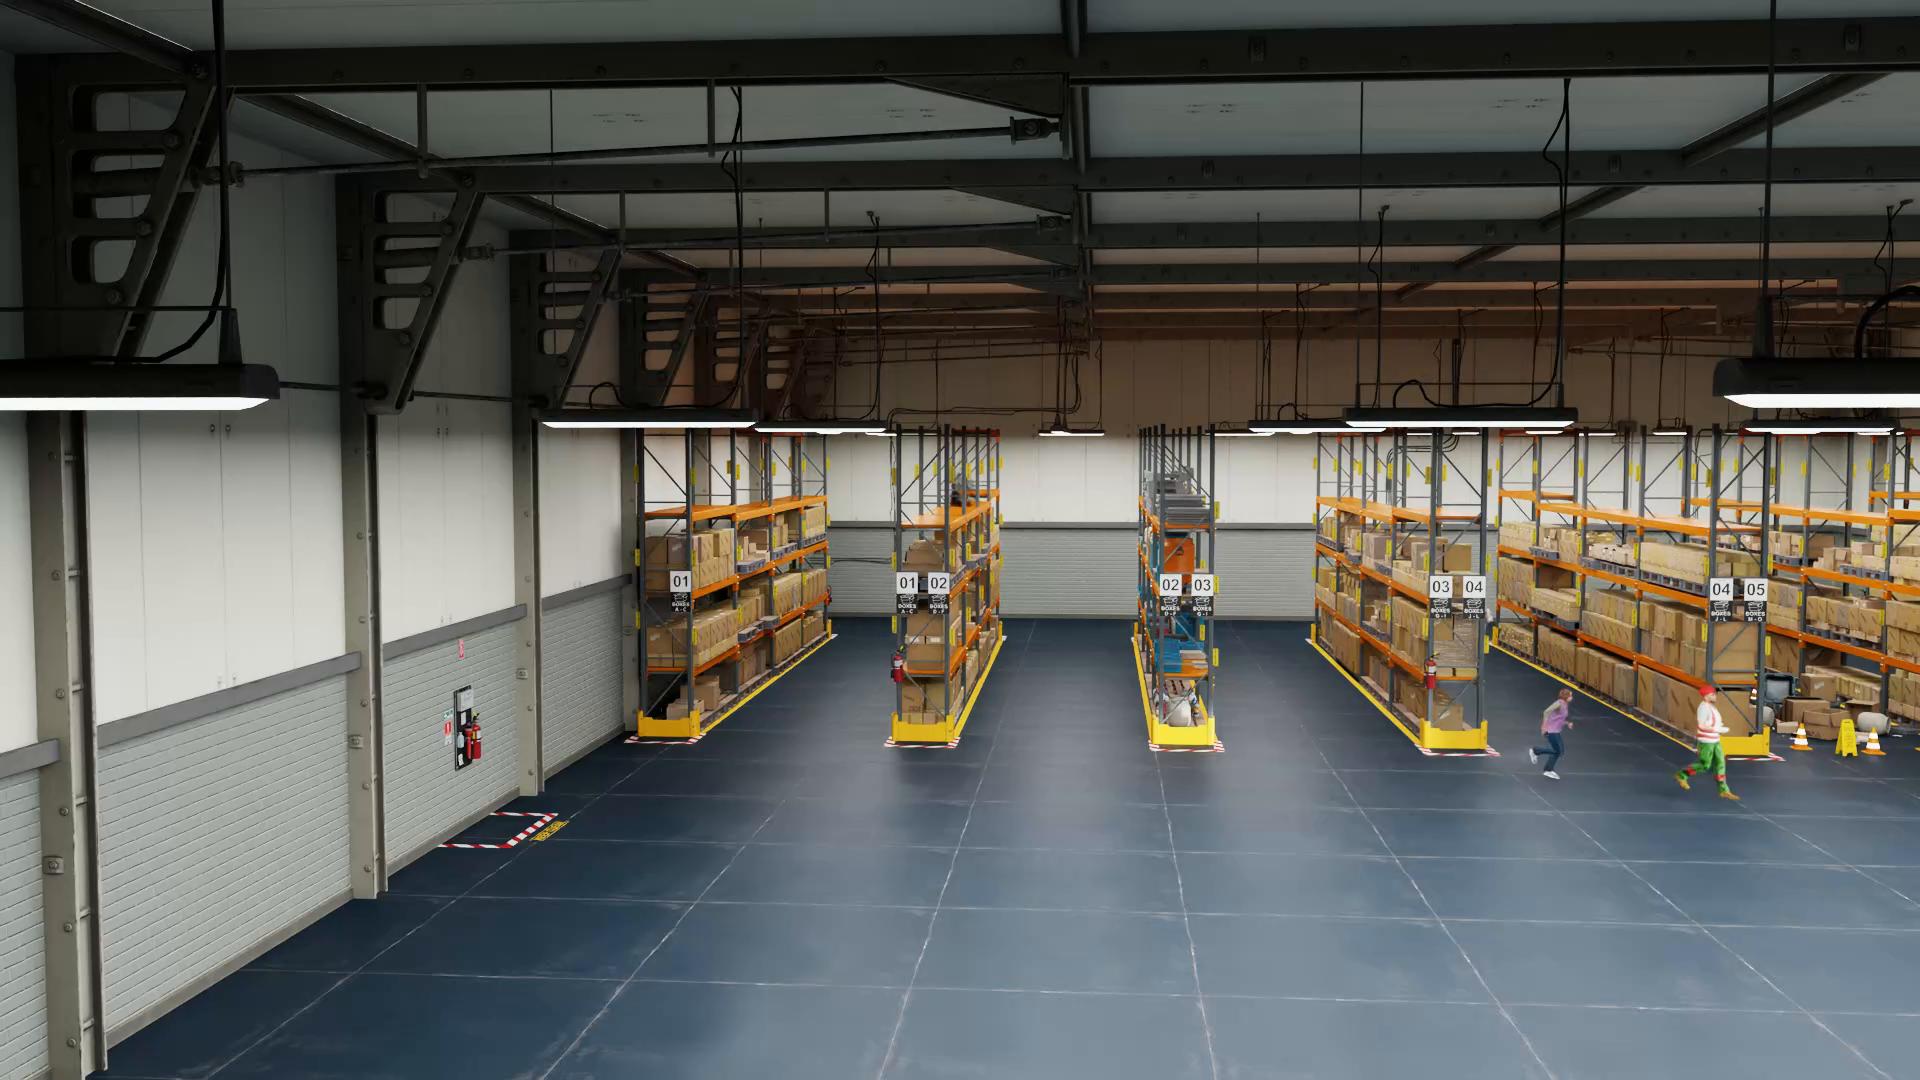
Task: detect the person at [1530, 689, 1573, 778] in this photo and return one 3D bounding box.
[{"bbox_3d":[10.022,3.263,28.189,0.684,1.535,0.531,2,4,32],"label":"person"}]

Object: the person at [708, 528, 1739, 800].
[{"bbox_3d":[3.448,1.930,30.845,19.439,3.778,5.645,3,5,43],"label":"person"}]

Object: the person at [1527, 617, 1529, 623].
[{"bbox_3d":[16.284,2.070,47.479,0.682,1.560,0.894,-2,4,-33],"label":"person"}]

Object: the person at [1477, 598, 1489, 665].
[{"bbox_3d":[13.254,2.312,42.425,0.436,1.751,0.741,1,4,8],"label":"person"}]
